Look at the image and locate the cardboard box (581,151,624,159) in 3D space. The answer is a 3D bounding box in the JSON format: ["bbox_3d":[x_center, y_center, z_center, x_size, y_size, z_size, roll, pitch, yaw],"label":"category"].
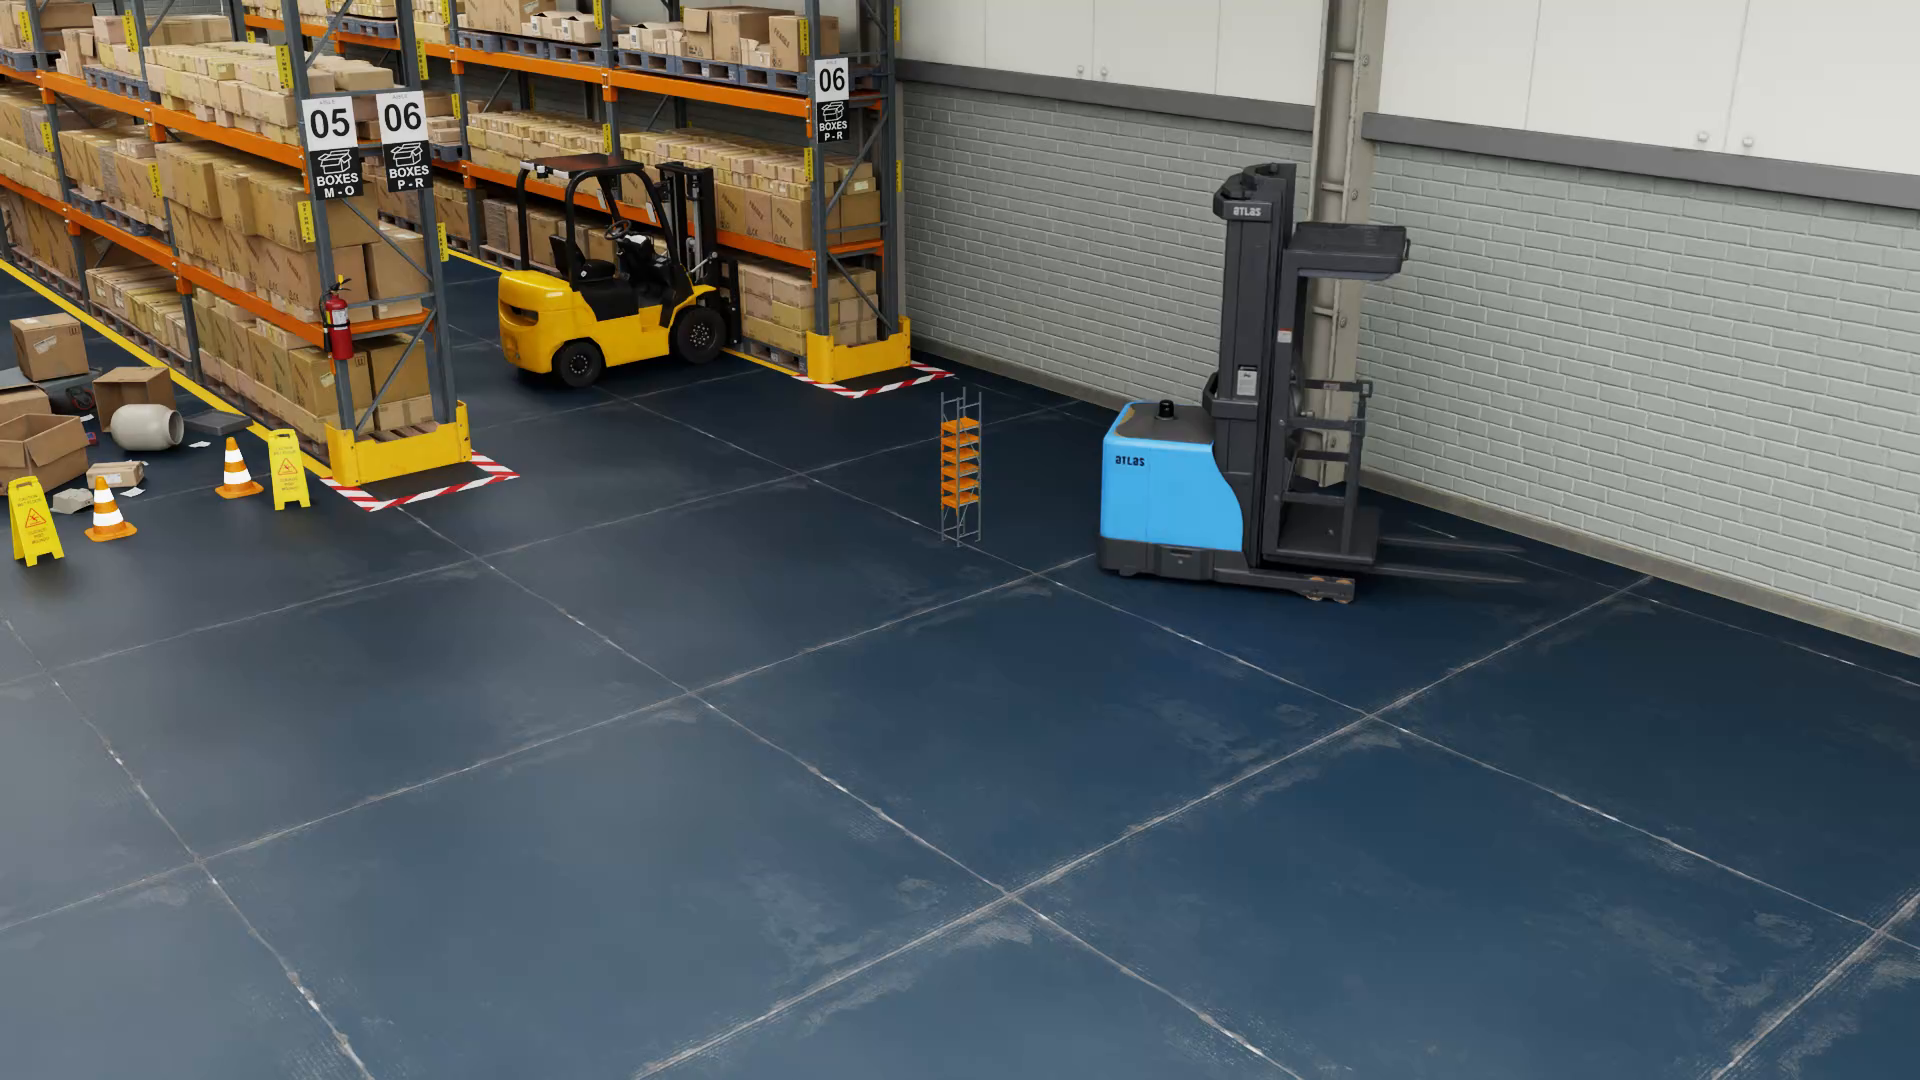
[{"bbox_3d":[-4.196,-4.528,19.952,0.500,0.250,0.500,-18,28,-39],"label":"cardboard box"}]

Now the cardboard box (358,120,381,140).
[{"bbox_3d":[-4.799,-3.451,13.914,0.380,0.149,0.250,-17,27,-37],"label":"cardboard box"}]

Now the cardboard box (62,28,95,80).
[{"bbox_3d":[-9.440,-5.392,18.387,0.700,0.500,0.500,-17,27,-37],"label":"cardboard box"}]

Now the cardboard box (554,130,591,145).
[{"bbox_3d":[-4.771,-4.956,20.498,0.380,0.149,0.250,-18,28,-39],"label":"cardboard box"}]

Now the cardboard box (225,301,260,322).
[{"bbox_3d":[-6.708,-2.183,15.721,0.380,0.149,0.250,-16,26,-34],"label":"cardboard box"}]

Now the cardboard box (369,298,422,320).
[{"bbox_3d":[-4.894,-2.029,14.395,0.380,0.149,0.250,-17,27,-37],"label":"cardboard box"}]

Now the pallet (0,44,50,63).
[{"bbox_3d":[-11.243,-5.995,20.323,1.003,0.211,1.213,-16,26,-35],"label":"pallet"}]

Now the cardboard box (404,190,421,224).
[{"bbox_3d":[-7.747,-4.916,24.275,0.500,0.500,0.500,-19,28,-39],"label":"cardboard box"}]

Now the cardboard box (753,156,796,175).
[{"bbox_3d":[-1.946,-3.934,17.481,0.380,0.149,0.250,-17,27,-37],"label":"cardboard box"}]

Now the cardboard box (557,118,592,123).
[{"bbox_3d":[-4.998,-5.380,21.579,0.380,0.149,0.250,-18,28,-38],"label":"cardboard box"}]

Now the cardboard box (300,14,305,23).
[{"bbox_3d":[-9.998,-8.104,25.793,0.380,0.149,0.250,-16,27,-36],"label":"cardboard box"}]

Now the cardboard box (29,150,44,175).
[{"bbox_3d":[-10.897,-4.590,20.110,0.500,0.250,0.500,-18,28,-39],"label":"cardboard box"}]

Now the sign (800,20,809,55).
[{"bbox_3d":[-1.491,-4.832,15.989,0.100,0.325,0.005,-17,27,-37],"label":"sign"}]

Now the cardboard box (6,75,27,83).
[{"bbox_3d":[-12.671,-6.281,22.510,0.380,0.149,0.250,-18,28,-38],"label":"cardboard box"}]

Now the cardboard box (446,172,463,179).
[{"bbox_3d":[-7.282,-5.292,24.344,0.380,0.149,0.250,-17,27,-37],"label":"cardboard box"}]

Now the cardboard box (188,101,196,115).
[{"bbox_3d":[-6.915,-4.036,15.408,0.380,0.149,0.250,-16,27,-36],"label":"cardboard box"}]

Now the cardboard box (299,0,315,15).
[{"bbox_3d":[-9.756,-8.181,25.442,0.500,0.250,0.500,-19,28,-39],"label":"cardboard box"}]

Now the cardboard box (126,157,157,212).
[{"bbox_3d":[-8.240,-3.698,17.192,0.500,0.500,0.500,-17,27,-37],"label":"cardboard box"}]

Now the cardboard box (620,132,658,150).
[{"bbox_3d":[-3.699,-4.619,19.229,0.380,0.149,0.250,-17,27,-36],"label":"cardboard box"}]

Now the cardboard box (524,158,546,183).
[{"bbox_3d":[-5.185,-4.720,21.128,0.500,0.250,0.500,-16,27,-36],"label":"cardboard box"}]

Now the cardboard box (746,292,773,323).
[{"bbox_3d":[-1.945,-2.534,17.851,0.500,0.250,0.500,-18,28,-38],"label":"cardboard box"}]

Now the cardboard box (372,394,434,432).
[{"bbox_3d":[-5.146,-1.206,15.146,0.500,0.250,0.500,-18,28,-38],"label":"cardboard box"}]

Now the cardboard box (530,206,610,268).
[{"bbox_3d":[-5.024,-3.945,21.624,0.875,0.625,0.625,-19,28,-40],"label":"cardboard box"}]

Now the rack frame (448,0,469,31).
[{"bbox_3d":[-6.293,-8.189,21.552,1.000,3.000,0.127,-17,27,-37],"label":"rack frame"}]

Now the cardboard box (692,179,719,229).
[{"bbox_3d":[-2.594,-3.728,18.253,0.500,0.500,0.500,-17,27,-37],"label":"cardboard box"}]

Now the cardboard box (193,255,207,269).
[{"bbox_3d":[-7.273,-2.770,16.287,0.380,0.149,0.250,-16,27,-36],"label":"cardboard box"}]

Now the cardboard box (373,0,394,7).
[{"bbox_3d":[-7.991,-7.562,23.290,0.380,0.149,0.250,-17,27,-37],"label":"cardboard box"}]

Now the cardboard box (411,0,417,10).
[{"bbox_3d":[-7.422,-7.360,22.801,0.380,0.149,0.250,-18,28,-39],"label":"cardboard box"}]

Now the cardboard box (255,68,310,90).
[{"bbox_3d":[-5.593,-3.823,13.770,0.380,0.149,0.250,-18,28,-38],"label":"cardboard box"}]

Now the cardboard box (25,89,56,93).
[{"bbox_3d":[-11.837,-5.625,21.725,0.500,0.500,0.500,-17,27,-36],"label":"cardboard box"}]

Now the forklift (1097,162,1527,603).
[{"bbox_3d":[2.593,-1.129,11.847,3.031,2.935,1.130,6,22,15],"label":"forklift"}]

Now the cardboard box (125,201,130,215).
[{"bbox_3d":[-8.640,-3.548,17.698,0.380,0.149,0.250,-17,27,-37],"label":"cardboard box"}]

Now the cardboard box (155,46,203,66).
[{"bbox_3d":[-7.290,-4.529,15.572,0.380,0.149,0.250,-16,27,-36],"label":"cardboard box"}]

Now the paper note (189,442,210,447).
[{"bbox_3d":[-6.936,-0.878,15.183,0.148,0.019,0.142,12,24,27],"label":"paper note"}]

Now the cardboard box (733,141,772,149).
[{"bbox_3d":[-2.291,-4.322,18.472,0.380,0.149,0.250,-16,27,-36],"label":"cardboard box"}]

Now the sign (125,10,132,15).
[{"bbox_3d":[-9.638,-5.979,19.314,0.100,0.325,0.005,-17,27,-37],"label":"sign"}]

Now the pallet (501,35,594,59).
[{"bbox_3d":[-5.050,-6.230,20.922,1.003,0.211,1.213,-16,26,-35],"label":"pallet"}]

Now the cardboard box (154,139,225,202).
[{"bbox_3d":[-7.317,-3.585,16.108,0.700,0.500,0.500,-18,28,-38],"label":"cardboard box"}]

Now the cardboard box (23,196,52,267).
[{"bbox_3d":[-11.601,-4.124,21.738,0.875,0.875,0.875,-16,27,-36],"label":"cardboard box"}]

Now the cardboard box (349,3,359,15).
[{"bbox_3d":[-8.528,-7.628,23.866,0.380,0.149,0.250,-17,27,-37],"label":"cardboard box"}]

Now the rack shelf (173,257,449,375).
[{"bbox_3d":[-6.134,-2.220,15.526,1.077,0.370,4.000,-17,27,-37],"label":"rack shelf"}]

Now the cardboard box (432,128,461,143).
[{"bbox_3d":[-7.012,-5.564,22.846,0.380,0.149,0.250,-17,27,-36],"label":"cardboard box"}]

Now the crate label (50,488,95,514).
[{"bbox_3d":[-7.266,-0.326,13.627,0.298,0.136,0.250,7,23,18],"label":"crate label"}]

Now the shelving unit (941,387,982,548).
[{"bbox_3d":[0.009,-0.555,12.755,0.258,1.200,0.189,-17,27,-37],"label":"shelving unit"}]

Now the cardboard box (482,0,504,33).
[{"bbox_3d":[-5.600,-6.707,21.032,0.700,0.500,0.500,-18,28,-38],"label":"cardboard box"}]

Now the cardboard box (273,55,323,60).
[{"bbox_3d":[-5.876,-4.228,14.804,0.380,0.149,0.250,-17,27,-36],"label":"cardboard box"}]

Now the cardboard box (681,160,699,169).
[{"bbox_3d":[-2.859,-4.128,18.383,0.380,0.149,0.250,-19,28,-39],"label":"cardboard box"}]

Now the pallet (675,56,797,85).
[{"bbox_3d":[-2.313,-5.079,17.848,1.003,0.211,1.213,-17,27,-37],"label":"pallet"}]

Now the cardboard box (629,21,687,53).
[{"bbox_3d":[-3.323,-5.600,18.464,0.500,0.311,0.500,-17,27,-36],"label":"cardboard box"}]

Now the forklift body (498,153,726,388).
[{"bbox_3d":[-3.691,-2.880,17.387,2.313,2.155,1.214,-17,27,-37],"label":"forklift body"}]

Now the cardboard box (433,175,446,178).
[{"bbox_3d":[-7.651,-5.178,24.054,0.380,0.149,0.250,-19,28,-40],"label":"cardboard box"}]

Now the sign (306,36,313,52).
[{"bbox_3d":[-11.081,-8.419,28.344,0.100,0.325,0.005,-17,27,-37],"label":"sign"}]

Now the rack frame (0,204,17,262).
[{"bbox_3d":[-12.662,-5.318,22.448,1.000,3.000,0.127,-17,27,-37],"label":"rack frame"}]
